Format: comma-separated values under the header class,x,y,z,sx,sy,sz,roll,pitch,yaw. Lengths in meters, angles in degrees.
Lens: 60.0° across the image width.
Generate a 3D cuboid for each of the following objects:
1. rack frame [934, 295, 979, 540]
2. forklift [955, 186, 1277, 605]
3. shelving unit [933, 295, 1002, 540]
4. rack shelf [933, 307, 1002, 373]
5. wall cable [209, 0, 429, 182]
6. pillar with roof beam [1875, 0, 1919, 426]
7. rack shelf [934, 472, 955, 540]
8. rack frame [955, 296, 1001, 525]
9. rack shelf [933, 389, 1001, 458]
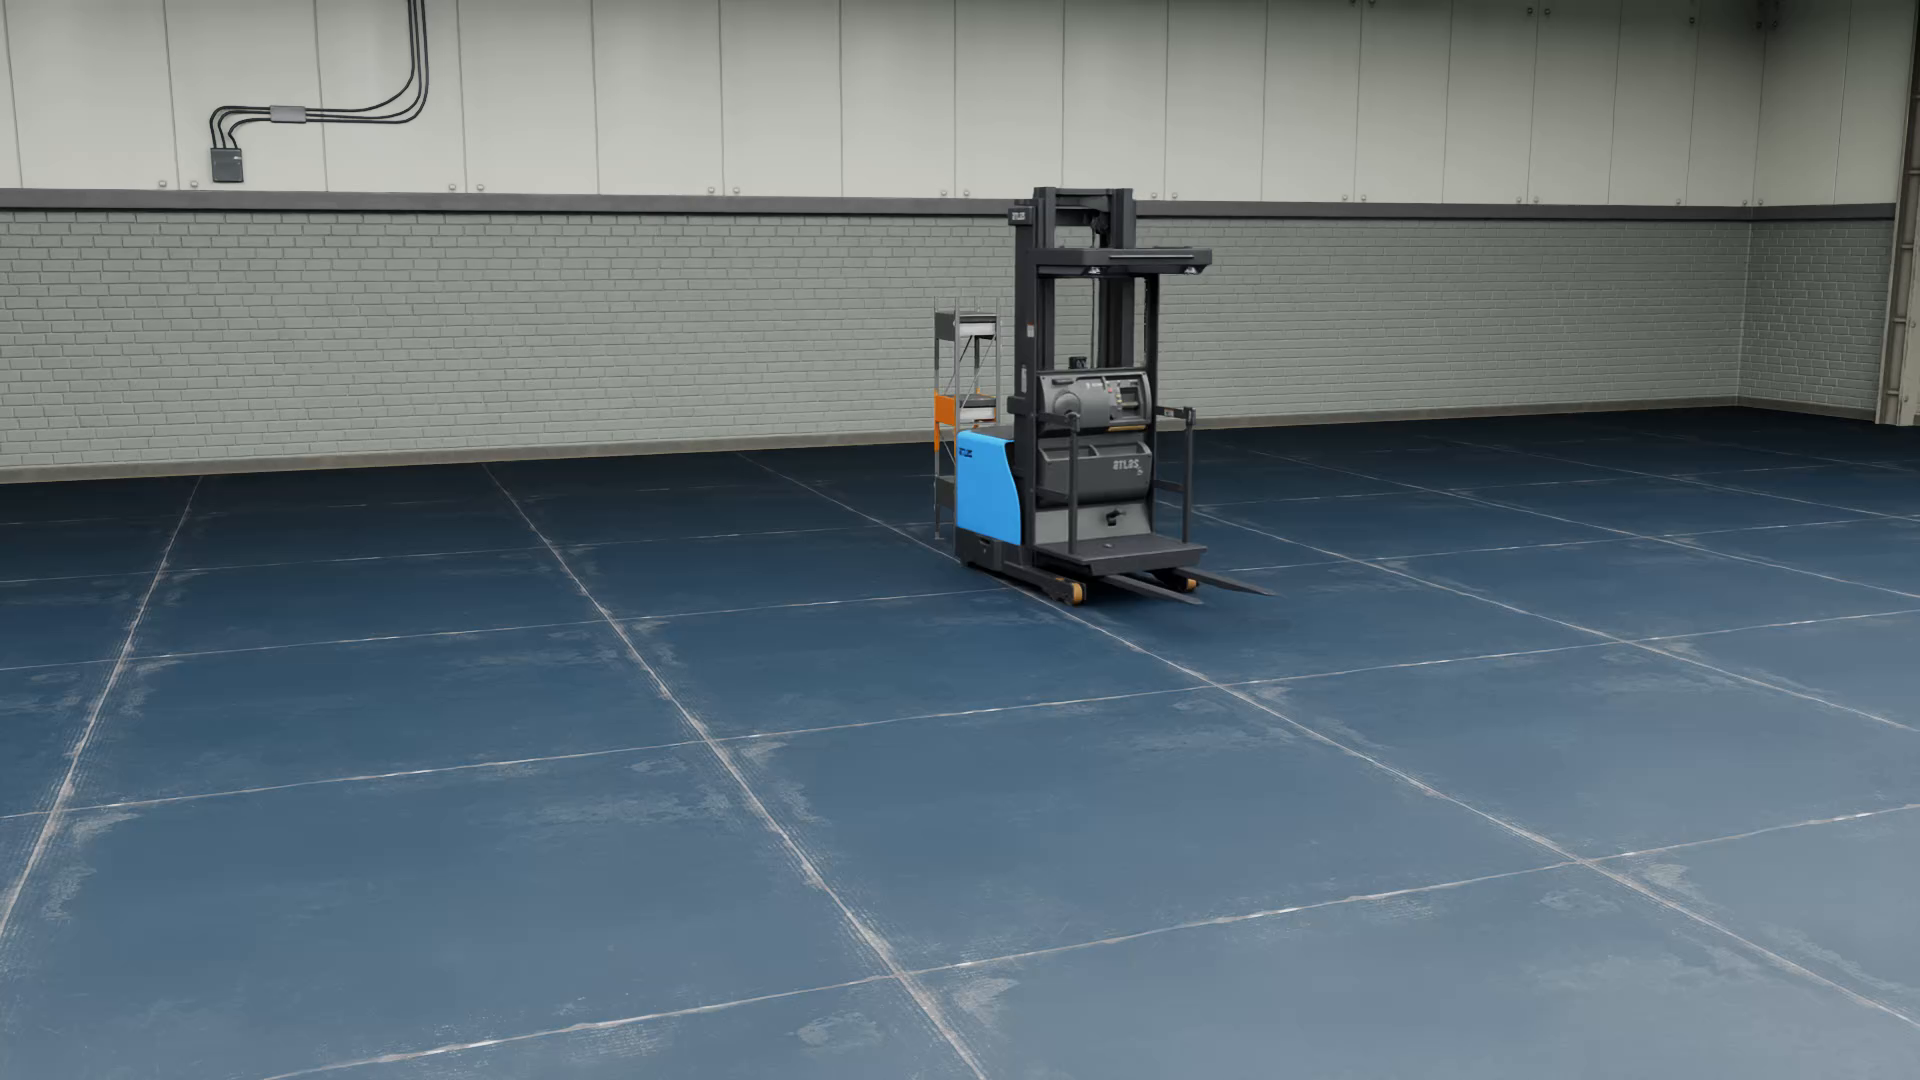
class,x,y,z,sx,sy,sz,roll,pitch,yaw
rack frame,-0.028,-1.047,14.308,0.400,2.100,0.015,-4,11,-21
forklift,1.106,-1.069,12.060,1.130,2.935,3.031,-5,11,-28
shelving unit,0.060,-1.007,14.084,0.431,2.100,0.503,-4,11,-21
rack shelf,0.060,-1.683,13.964,0.431,0.518,0.480,-4,11,-21
wall cable,-7.025,-6.920,17.915,2.305,6.003,0.169,-4,11,-21
pillar with roof beam,9.303,-5.806,21.367,9.100,9.000,0.400,-4,11,-21
rack shelf,0.060,-0.304,14.209,0.431,0.518,0.480,-4,11,-21
rack frame,0.148,-0.967,13.860,0.400,2.100,0.015,-4,11,-21
rack shelf,0.060,-0.993,14.087,0.431,0.518,0.480,-4,11,-21
